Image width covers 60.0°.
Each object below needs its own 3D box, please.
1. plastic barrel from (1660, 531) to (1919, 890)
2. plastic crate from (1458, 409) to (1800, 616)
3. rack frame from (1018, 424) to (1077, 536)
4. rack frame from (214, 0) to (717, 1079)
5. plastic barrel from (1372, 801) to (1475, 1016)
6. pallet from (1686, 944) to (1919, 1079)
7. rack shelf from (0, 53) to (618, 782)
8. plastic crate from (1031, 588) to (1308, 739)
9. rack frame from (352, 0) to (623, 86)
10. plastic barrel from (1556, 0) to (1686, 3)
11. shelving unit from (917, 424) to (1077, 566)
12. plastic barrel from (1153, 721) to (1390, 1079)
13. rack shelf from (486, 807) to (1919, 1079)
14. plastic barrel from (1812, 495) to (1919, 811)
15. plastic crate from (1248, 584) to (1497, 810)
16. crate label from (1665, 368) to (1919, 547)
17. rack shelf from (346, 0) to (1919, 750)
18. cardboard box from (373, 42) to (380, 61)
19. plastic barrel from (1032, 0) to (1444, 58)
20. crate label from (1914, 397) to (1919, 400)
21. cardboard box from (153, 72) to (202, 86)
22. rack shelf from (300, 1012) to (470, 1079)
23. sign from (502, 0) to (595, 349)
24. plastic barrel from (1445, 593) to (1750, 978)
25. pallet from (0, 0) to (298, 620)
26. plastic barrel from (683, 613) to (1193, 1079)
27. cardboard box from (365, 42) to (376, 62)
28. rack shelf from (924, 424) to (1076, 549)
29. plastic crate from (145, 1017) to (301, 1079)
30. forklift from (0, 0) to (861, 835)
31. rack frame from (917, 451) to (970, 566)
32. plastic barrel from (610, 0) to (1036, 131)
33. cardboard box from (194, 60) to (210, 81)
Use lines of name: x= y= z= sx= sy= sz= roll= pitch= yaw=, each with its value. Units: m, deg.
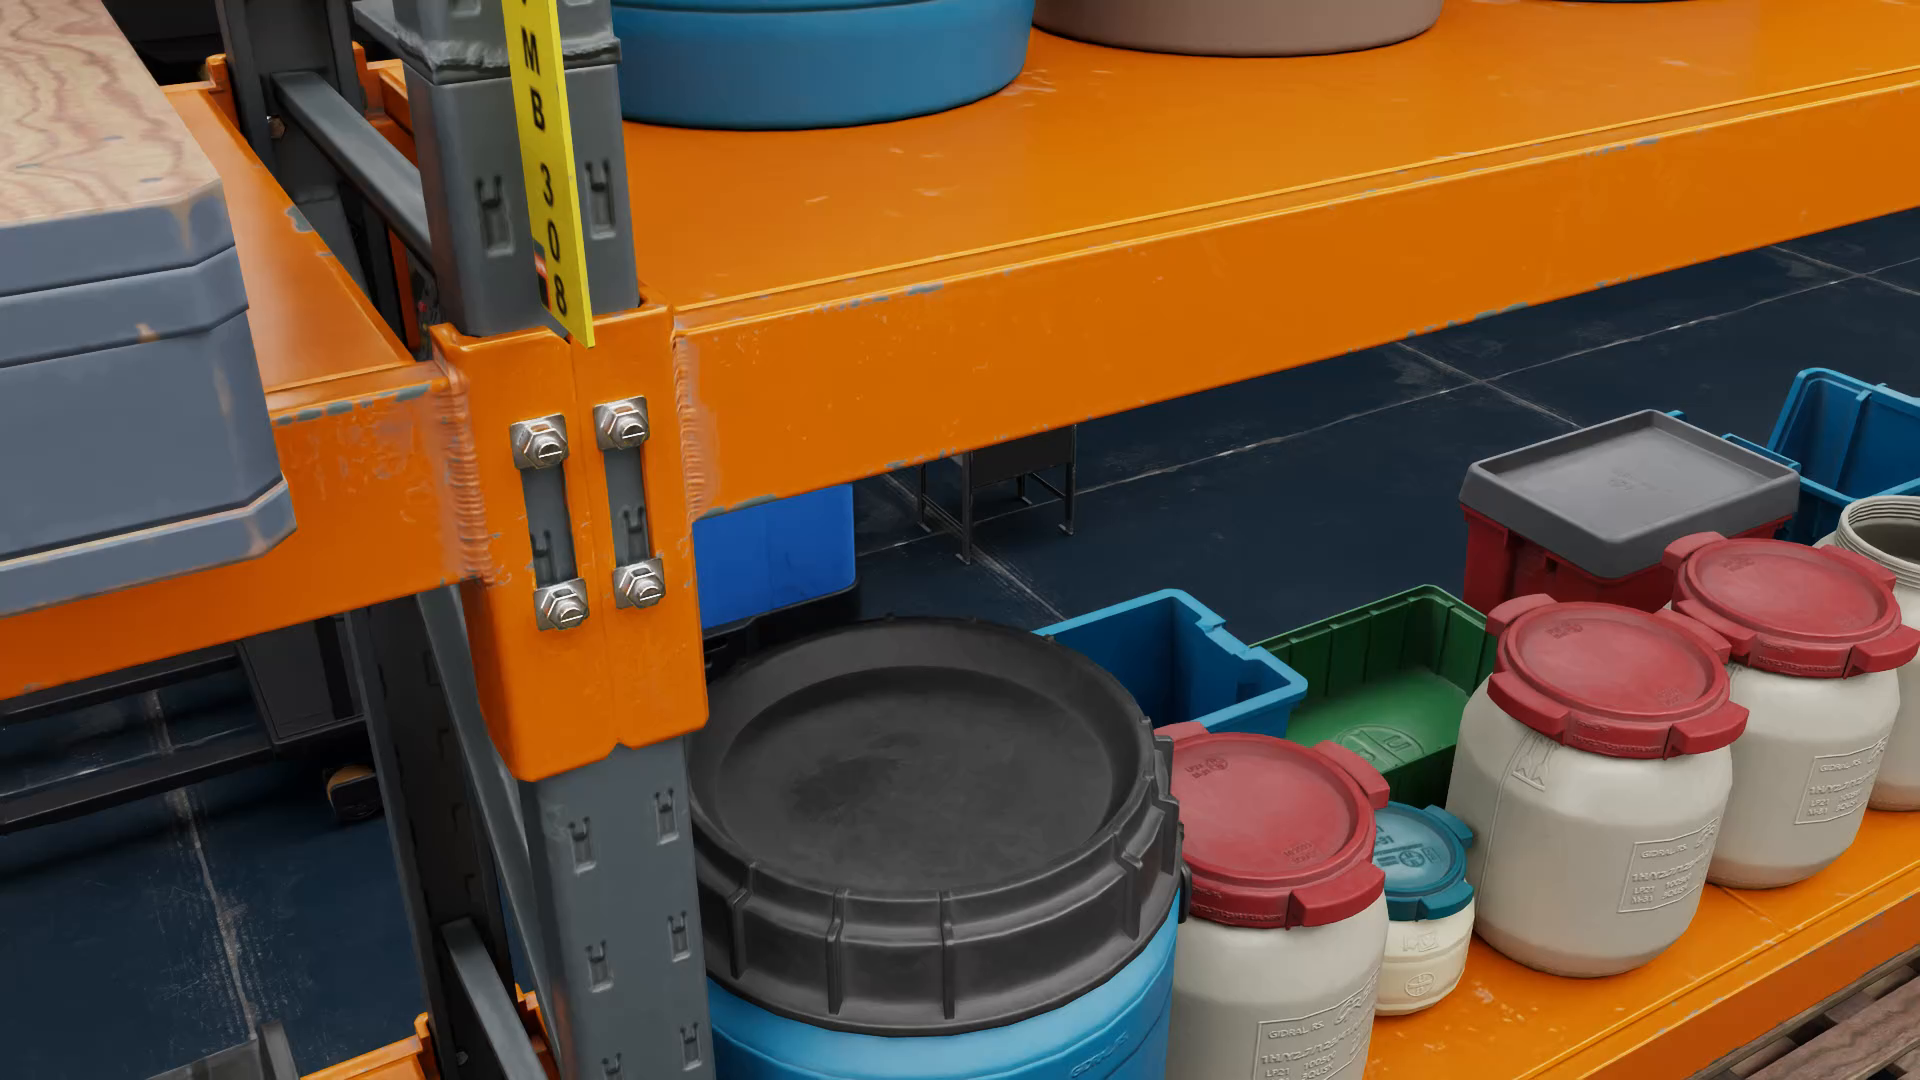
plastic barrel: x=1.405 y=0.309 z=2.945 sx=0.433 sy=0.535 sz=0.433 roll=0 pitch=29 yaw=0
plastic crate: x=1.364 y=0.058 z=3.474 sx=0.583 sy=0.464 sz=0.402 roll=-16 pitch=33 yaw=-26
rack frame: x=0.353 y=-1.020 z=6.424 sx=0.015 sy=2.100 sz=0.400 roll=-16 pitch=33 yaw=-26
rack frame: x=-0.537 y=0.797 z=2.201 sx=0.127 sy=3.000 sz=1.000 roll=-16 pitch=33 yaw=-26
plastic barrel: x=0.682 y=0.598 z=2.706 sx=0.301 sy=0.262 sz=0.301 roll=0 pitch=29 yaw=0
pallet: x=2.224 y=1.212 z=4.335 sx=1.213 sy=0.211 sz=1.003 roll=-16 pitch=33 yaw=-26
rack shelf: x=-2.261 y=0.288 z=0.763 sx=4.000 sy=0.370 sz=1.077 roll=-16 pitch=33 yaw=-26
plastic crate: x=0.257 y=0.404 z=2.929 sx=0.575 sy=0.384 sz=0.392 roll=-16 pitch=33 yaw=-26
rack frame: x=-0.537 y=-1.829 z=0.752 sx=0.127 sy=3.000 sz=1.000 roll=-16 pitch=33 yaw=-26
plastic barrel: x=0.920 y=-1.271 z=2.325 sx=0.708 sy=0.901 sz=0.600 roll=-16 pitch=33 yaw=-26
shelving unit: x=0.143 y=-0.960 z=6.316 sx=0.503 sy=2.100 sz=0.431 roll=-16 pitch=33 yaw=-26
plastic barrel: x=0.399 y=0.595 z=2.427 sx=0.433 sy=0.535 sz=0.433 roll=0 pitch=29 yaw=0
rack shelf: x=1.188 y=0.622 z=3.262 sx=4.000 sy=0.370 sz=1.077 roll=-16 pitch=33 yaw=-26
plastic barrel: x=1.770 y=0.213 z=3.144 sx=0.421 sy=0.512 sz=0.421 roll=0 pitch=29 yaw=0
plastic crate: x=0.822 y=0.346 z=3.238 sx=0.662 sy=0.188 sz=0.450 roll=-16 pitch=33 yaw=-26
crate label: x=1.918 y=-0.067 z=3.730 sx=0.616 sy=0.435 sz=0.502 roll=-16 pitch=33 yaw=-26
rack shelf: x=1.188 y=-0.691 z=2.537 sx=4.000 sy=0.370 sz=1.077 roll=-16 pitch=33 yaw=-26
cardboard box: x=-3.666 y=-3.296 z=10.974 sx=0.500 sy=0.250 sz=0.500 roll=-16 pitch=33 yaw=-27
plastic barrel: x=0.356 y=-1.111 z=2.035 sx=0.600 sy=0.901 sz=0.600 roll=0 pitch=29 yaw=0
crate label: x=2.359 y=-0.162 z=4.112 sx=0.416 sy=0.233 sz=0.303 roll=-16 pitch=33 yaw=-26
cardboard box: x=-4.930 y=-2.615 z=10.516 sx=0.500 sy=0.500 sz=0.700 roll=-15 pitch=32 yaw=-25
rack shelf: x=-2.261 y=1.602 z=1.488 sx=4.000 sy=0.370 sz=1.077 roll=-16 pitch=33 yaw=-26
sign: x=-0.268 y=-0.288 z=1.054 sx=0.005 sy=0.325 sz=0.100 roll=-16 pitch=33 yaw=-26
plastic barrel: x=1.032 y=0.415 z=2.753 sx=0.433 sy=0.535 sz=0.433 roll=0 pitch=29 yaw=0
pallet: x=-1.109 y=-0.216 z=1.128 sx=1.003 sy=0.211 sz=1.213 roll=-16 pitch=33 yaw=-26
plastic barrel: x=-0.050 y=0.609 z=2.023 sx=0.708 sy=0.901 sz=0.600 roll=-16 pitch=33 yaw=-26
cardboard box: x=-4.105 y=-3.182 z=10.767 sx=0.500 sy=0.250 sz=0.500 roll=-17 pitch=33 yaw=-28
rack shelf: x=0.143 y=-0.335 z=6.661 sx=0.480 sy=0.518 sz=0.431 roll=-16 pitch=33 yaw=-26
plastic crate: x=-1.053 y=0.899 z=2.080 sx=0.504 sy=0.338 sz=0.767 roll=-16 pitch=33 yaw=-26
forklift: x=-1.887 y=-0.707 z=4.997 sx=3.031 sy=2.935 sz=1.130 roll=-16 pitch=33 yaw=-26
rack frame: x=-0.068 y=-0.900 z=6.208 sx=0.015 sy=2.100 sz=0.400 roll=-16 pitch=33 yaw=-26
plastic barrel: x=-0.208 y=-0.951 z=1.745 sx=0.708 sy=0.901 sz=0.600 roll=-16 pitch=33 yaw=-26
cardboard box: x=-4.552 y=-3.053 z=10.533 sx=0.500 sy=0.250 sz=0.500 roll=-17 pitch=33 yaw=-27
